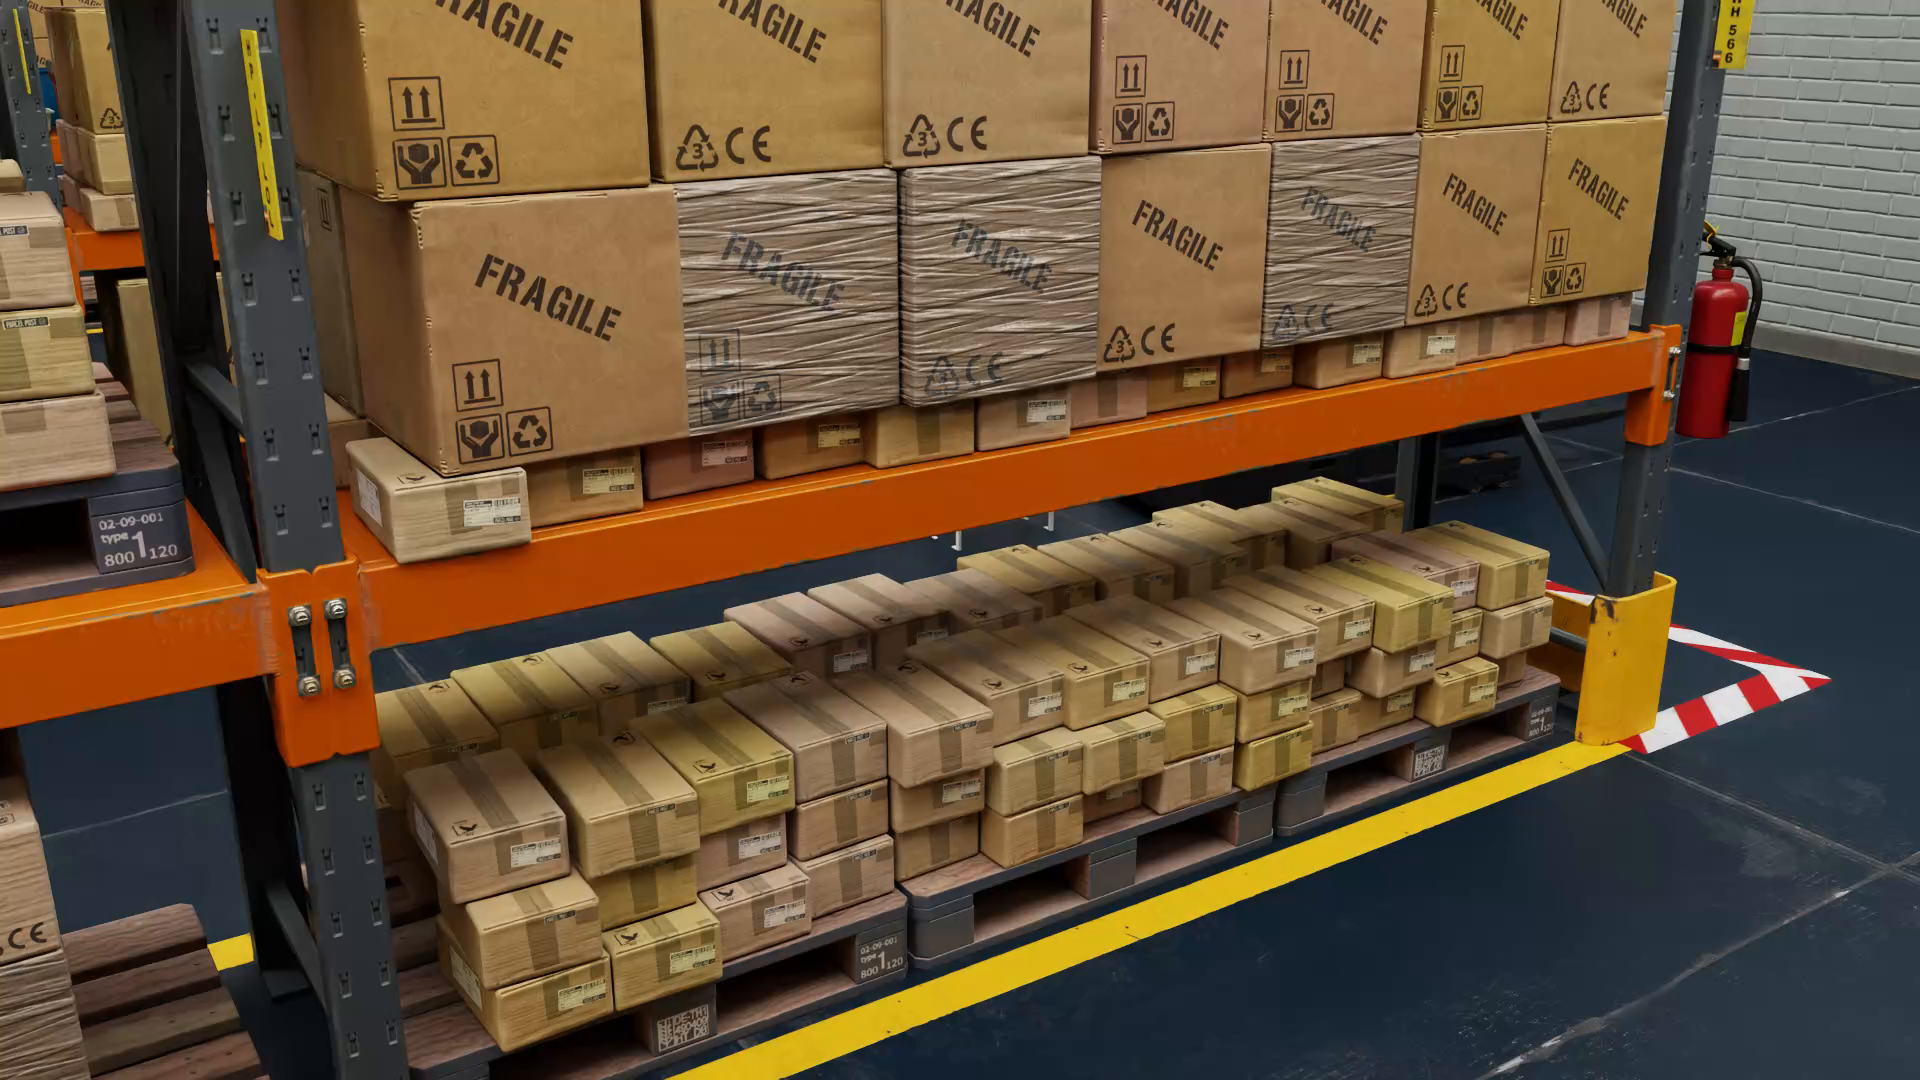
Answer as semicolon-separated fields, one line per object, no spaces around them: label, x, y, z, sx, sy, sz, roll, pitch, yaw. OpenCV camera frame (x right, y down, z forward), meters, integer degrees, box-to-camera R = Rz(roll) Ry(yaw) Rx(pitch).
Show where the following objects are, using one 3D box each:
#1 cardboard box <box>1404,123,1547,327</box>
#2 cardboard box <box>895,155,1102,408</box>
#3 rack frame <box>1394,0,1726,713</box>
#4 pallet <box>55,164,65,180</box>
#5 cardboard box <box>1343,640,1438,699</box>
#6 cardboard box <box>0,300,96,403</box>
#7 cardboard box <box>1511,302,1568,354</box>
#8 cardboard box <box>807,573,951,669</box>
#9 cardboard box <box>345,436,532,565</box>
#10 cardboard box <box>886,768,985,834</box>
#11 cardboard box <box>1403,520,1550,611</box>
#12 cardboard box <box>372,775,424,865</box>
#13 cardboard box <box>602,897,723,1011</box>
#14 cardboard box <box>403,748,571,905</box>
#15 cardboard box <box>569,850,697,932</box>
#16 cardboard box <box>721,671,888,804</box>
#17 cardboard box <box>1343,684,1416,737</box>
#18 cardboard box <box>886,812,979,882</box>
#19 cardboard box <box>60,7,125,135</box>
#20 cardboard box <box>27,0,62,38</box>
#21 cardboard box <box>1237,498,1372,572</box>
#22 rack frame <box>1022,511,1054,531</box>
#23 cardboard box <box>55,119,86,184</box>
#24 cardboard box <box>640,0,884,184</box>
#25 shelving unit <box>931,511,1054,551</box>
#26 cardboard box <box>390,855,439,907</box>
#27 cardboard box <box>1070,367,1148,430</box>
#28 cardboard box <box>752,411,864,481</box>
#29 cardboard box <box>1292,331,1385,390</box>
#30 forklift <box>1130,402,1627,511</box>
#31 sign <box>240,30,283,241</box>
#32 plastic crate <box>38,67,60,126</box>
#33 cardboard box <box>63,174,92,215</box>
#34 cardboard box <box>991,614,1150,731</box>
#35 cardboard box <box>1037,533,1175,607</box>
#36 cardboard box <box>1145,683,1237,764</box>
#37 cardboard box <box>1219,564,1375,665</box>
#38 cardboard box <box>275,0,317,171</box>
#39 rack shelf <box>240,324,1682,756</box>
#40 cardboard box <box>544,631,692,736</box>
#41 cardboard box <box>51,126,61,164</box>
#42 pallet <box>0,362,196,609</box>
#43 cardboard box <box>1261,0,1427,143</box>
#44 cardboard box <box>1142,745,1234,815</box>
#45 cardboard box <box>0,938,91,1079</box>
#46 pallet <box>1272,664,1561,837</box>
cardboard box;1.240;-0.906;4.621;0.500;0.500;0.500;-12;22;-32
cardboard box;-0.032;-0.627;3.795;0.500;0.500;0.500;-12;22;-33
rack frame;1.907;-0.955;5.387;0.127;3.000;1.000;-12;22;-31
pallet;-10.552;-4.578;20.457;1.213;0.211;1.003;-12;22;-31
cardboard box;1.190;0.317;4.956;0.250;0.149;0.380;-13;23;-34
cardboard box;-1.657;-0.349;2.865;0.250;0.149;0.380;-11;22;-30
cardboard box;1.562;-0.670;4.934;0.250;0.149;0.380;-12;22;-31
cardboard box;-0.231;0.237;4.726;0.250;0.149;0.380;-13;23;-33
cardboard box;-1.017;-0.094;3.232;0.250;0.149;0.380;-11;22;-29
cardboard box;-0.139;0.572;4.202;0.250;0.149;0.380;-11;21;-29
cardboard box;1.604;0.075;5.205;0.250;0.149;0.380;-12;22;-31
cardboard box;-1.345;0.619;4.060;0.250;0.149;0.380;-11;22;-30
cardboard box;-0.730;0.876;3.766;0.250;0.149;0.380;-11;22;-30
cardboard box;-1.032;0.614;3.613;0.250;0.149;0.380;-11;22;-29
cardboard box;-0.793;0.713;3.783;0.250;0.149;0.380;-12;22;-31
cardboard box;-0.380;0.471;4.034;0.250;0.149;0.380;-13;22;-33
cardboard box;1.155;0.441;5.054;0.250;0.149;0.380;-12;22;-32
cardboard box;-0.161;0.703;4.277;0.250;0.149;0.380;-13;23;-34
cardboard box;-3.536;-2.036;7.183;0.500;0.500;0.500;-12;22;-31
cardboard box;-8.543;-4.865;15.236;0.500;0.500;0.500;-13;22;-33
cardboard box;1.119;-0.003;5.438;0.250;0.149;0.380;-11;22;-30
rack frame;0.342;-0.641;7.266;0.015;1.200;0.240;-12;22;-31
cardboard box;-3.853;-1.813;7.694;0.500;0.250;0.500;-12;22;-32
cardboard box;-0.498;-1.022;3.404;0.500;0.500;0.500;-13;22;-33
shelving unit;0.138;-0.598;7.139;0.503;1.200;0.258;-12;22;-31
cardboard box;-1.293;0.741;4.166;0.250;0.149;0.380;-12;22;-31
cardboard box;0.255;-0.399;4.133;0.250;0.149;0.380;-11;22;-29
cardboard box;-0.418;-0.267;3.743;0.250;0.149;0.380;-13;23;-34
cardboard box;0.924;-0.532;4.526;0.250;0.149;0.380;-13;23;-34
forklift;2.115;-1.750;7.844;3.031;2.935;1.130;-10;21;-26
sign;-1.125;-0.651;2.680;0.005;0.325;0.100;-12;22;-31
plastic crate;-6.599;-3.114;11.705;0.575;0.384;0.392;-12;22;-31
cardboard box;-4.003;-1.618;7.738;0.250;0.149;0.380;-12;22;-31
cardboard box;0.287;0.345;4.407;0.250;0.149;0.380;-12;22;-31
cardboard box;0.439;0.119;5.077;0.250;0.149;0.380;-11;22;-29
cardboard box;0.541;0.451;4.557;0.250;0.149;0.380;-11;21;-29
cardboard box;0.965;0.213;4.799;0.250;0.149;0.380;-13;23;-34
cardboard box;-1.190;-1.068;3.538;0.500;0.500;0.500;-13;23;-33
rack shelf;0.237;-0.262;4.460;4.000;0.370;1.077;-12;22;-31
cardboard box;-0.884;0.385;4.288;0.250;0.149;0.380;-12;22;-32
cardboard box;-11.147;-4.777;19.938;0.500;0.500;0.700;-12;22;-32
pallet;-2.152;-0.064;3.051;1.213;0.211;1.003;-12;22;-31
cardboard box;0.809;-1.287;4.186;0.500;0.500;0.500;-11;21;-29
cardboard box;0.538;0.592;4.606;0.250;0.149;0.380;-11;22;-30
cardboard box;-1.913;0.932;3.051;0.500;0.500;0.500;-12;22;-32
pallet;1.146;0.513;5.399;1.213;0.211;1.003;-12;22;-31
